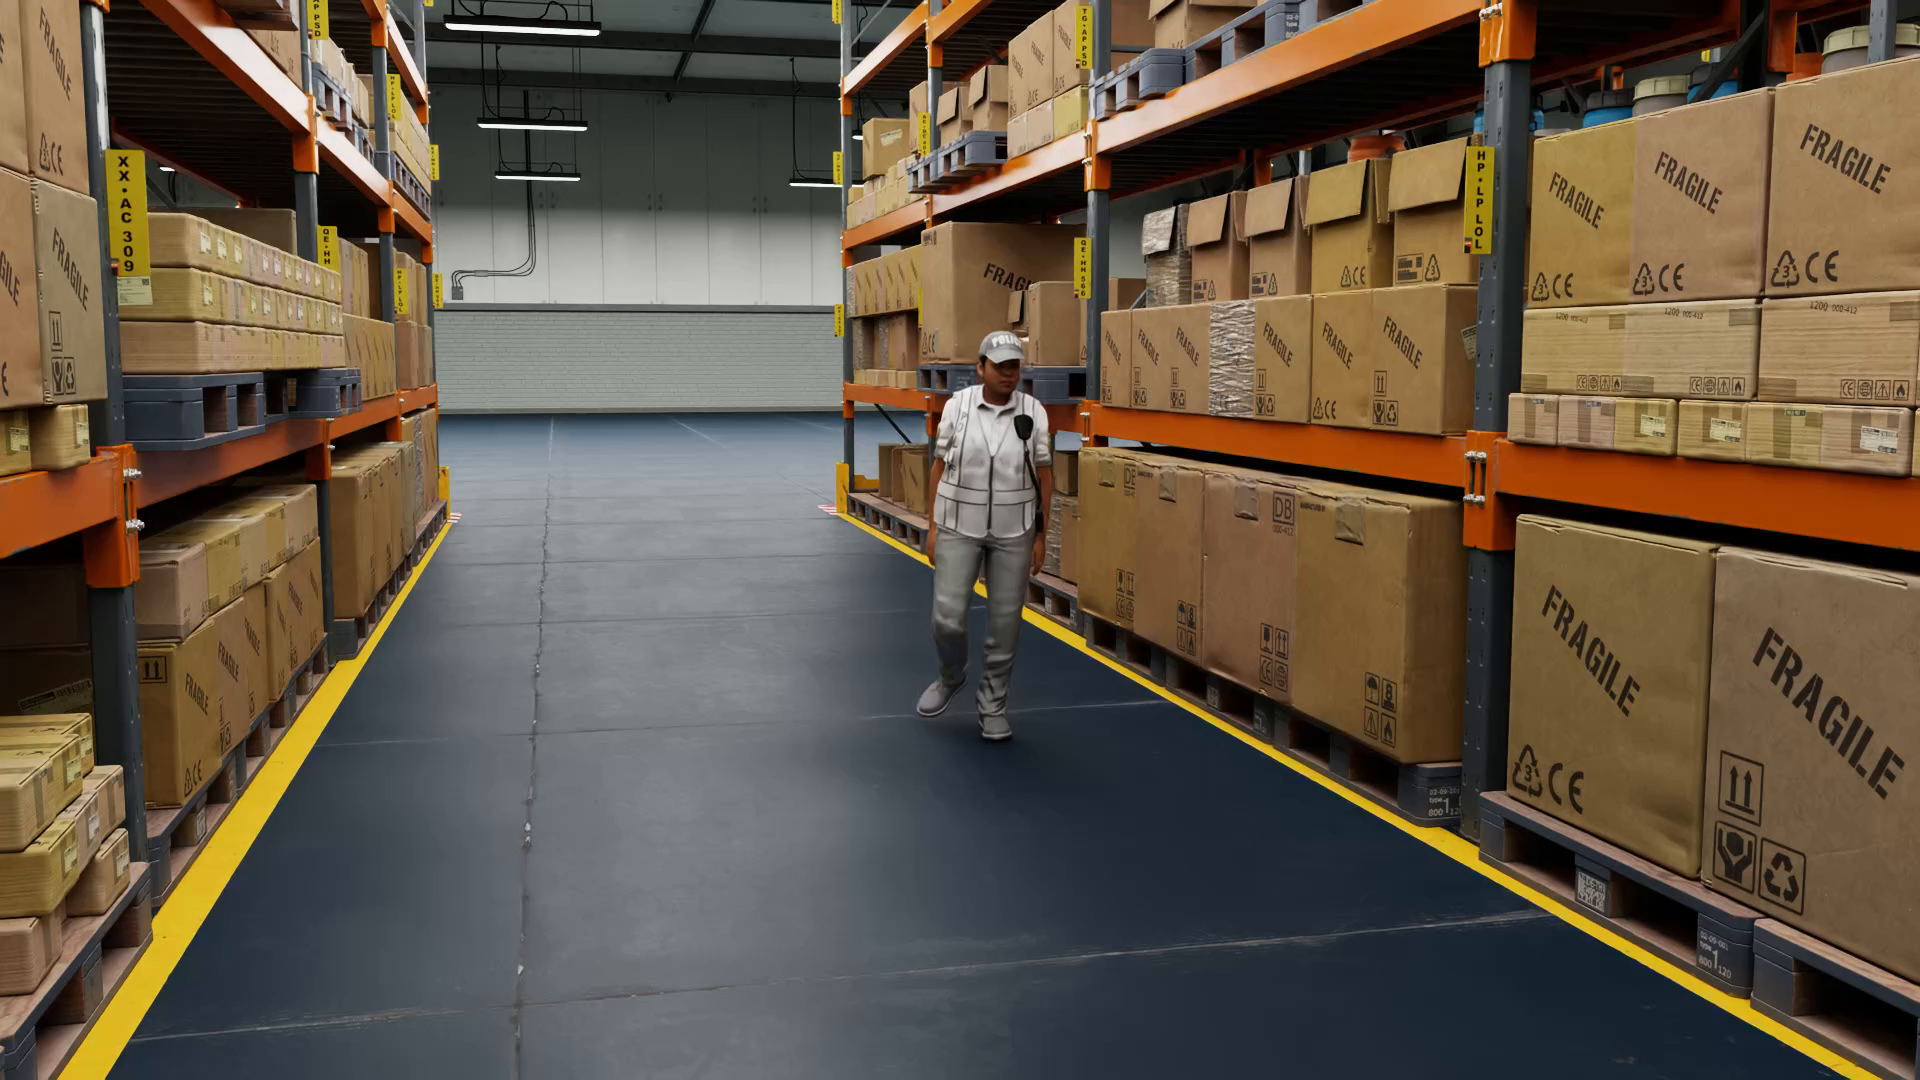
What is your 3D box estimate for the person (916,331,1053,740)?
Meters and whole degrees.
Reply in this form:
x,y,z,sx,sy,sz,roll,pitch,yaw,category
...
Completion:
x,y,z,sx,sy,sz,roll,pitch,yaw,category
0.100,-0.016,6.756,0.550,1.654,0.534,0,6,-4,person
